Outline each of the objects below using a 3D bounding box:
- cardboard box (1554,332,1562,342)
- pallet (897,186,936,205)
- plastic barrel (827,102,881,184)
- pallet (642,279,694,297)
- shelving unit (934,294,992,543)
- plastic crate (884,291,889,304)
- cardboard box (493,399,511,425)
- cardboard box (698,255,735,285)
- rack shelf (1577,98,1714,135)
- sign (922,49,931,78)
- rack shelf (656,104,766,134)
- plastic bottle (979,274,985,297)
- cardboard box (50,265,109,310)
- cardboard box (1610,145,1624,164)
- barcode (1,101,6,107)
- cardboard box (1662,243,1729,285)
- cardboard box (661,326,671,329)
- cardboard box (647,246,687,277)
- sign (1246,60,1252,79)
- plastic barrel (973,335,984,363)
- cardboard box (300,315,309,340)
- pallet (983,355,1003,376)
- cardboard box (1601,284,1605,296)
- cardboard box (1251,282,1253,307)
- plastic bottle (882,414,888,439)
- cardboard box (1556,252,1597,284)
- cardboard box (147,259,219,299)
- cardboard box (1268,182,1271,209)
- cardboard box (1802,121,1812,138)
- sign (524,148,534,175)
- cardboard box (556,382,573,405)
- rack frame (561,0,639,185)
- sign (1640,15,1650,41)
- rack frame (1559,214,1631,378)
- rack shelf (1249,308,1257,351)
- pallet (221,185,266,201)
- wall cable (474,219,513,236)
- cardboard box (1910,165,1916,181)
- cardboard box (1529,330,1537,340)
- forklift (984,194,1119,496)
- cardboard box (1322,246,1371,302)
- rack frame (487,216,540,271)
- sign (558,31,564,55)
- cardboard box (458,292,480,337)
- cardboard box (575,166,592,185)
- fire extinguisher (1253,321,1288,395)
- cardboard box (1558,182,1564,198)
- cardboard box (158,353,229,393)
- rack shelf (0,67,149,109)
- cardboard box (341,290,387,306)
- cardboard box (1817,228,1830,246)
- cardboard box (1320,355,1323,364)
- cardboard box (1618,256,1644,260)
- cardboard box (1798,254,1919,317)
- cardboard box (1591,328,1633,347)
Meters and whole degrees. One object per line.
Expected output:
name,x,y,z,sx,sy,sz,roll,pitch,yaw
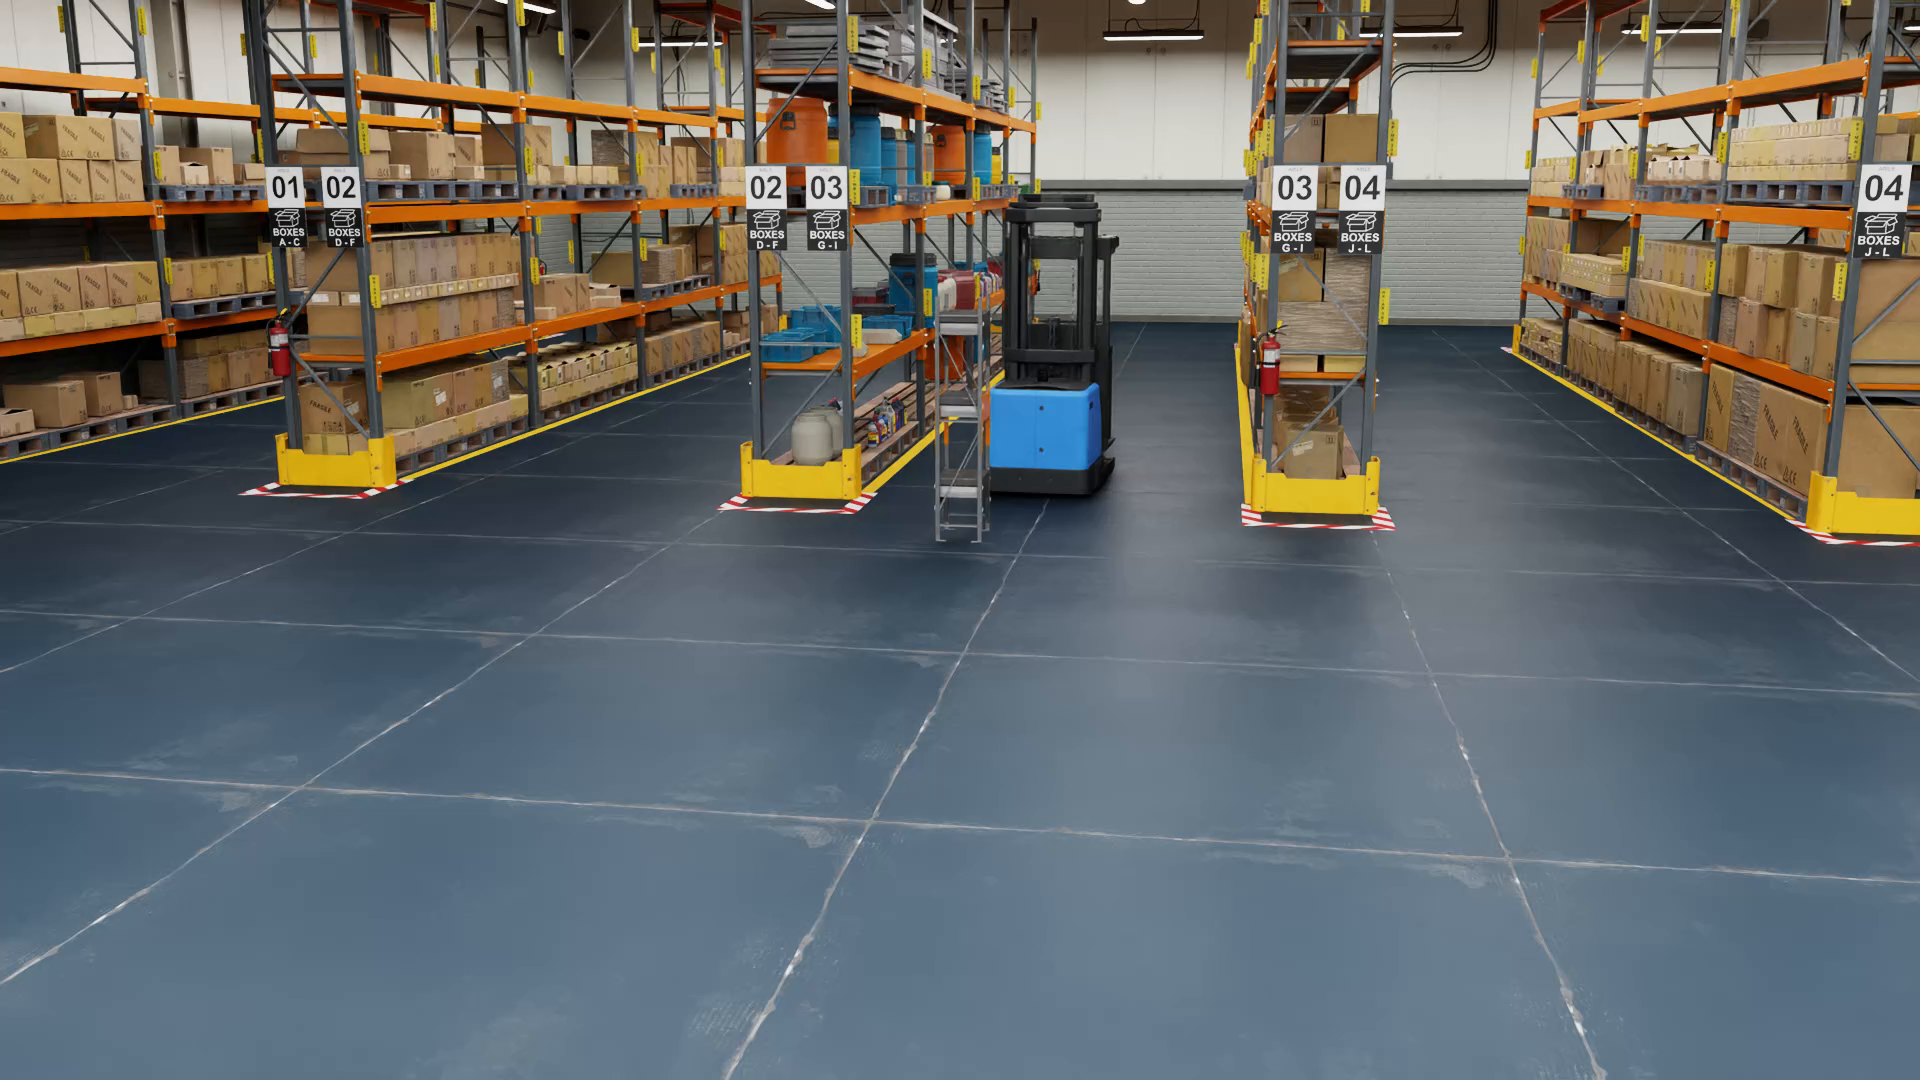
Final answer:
cardboard box,9.879,-3.295,27.019,0.380,0.149,0.250,2,12,9
pallet,-0.943,-3.953,19.043,1.213,0.211,1.003,2,12,9
plastic barrel,-1.187,-4.445,18.692,0.600,0.901,0.708,2,12,9
pallet,-4.912,-4.037,26.562,1.003,0.211,1.213,2,12,9
shelving unit,0.025,-1.061,14.432,0.431,2.100,0.503,2,12,9
plastic crate,-1.066,-2.964,21.164,0.392,0.384,0.575,2,12,9
cardboard box,-5.764,-1.547,20.082,0.500,0.250,0.500,2,12,9
cardboard box,-4.244,-4.705,28.967,0.500,0.500,0.500,2,12,10
rack shelf,9.774,-6.024,23.744,1.077,0.370,4.000,2,12,9
sign,-0.386,-5.542,19.347,0.100,0.325,0.005,2,12,9
rack shelf,-4.284,-7.554,29.902,1.077,0.370,4.000,2,12,9
plastic bottle,0.315,-3.942,25.782,0.144,0.351,0.185,2,12,9
cardboard box,-10.644,-3.039,20.004,0.500,0.500,0.500,2,12,7
cardboard box,9.449,-5.473,23.594,0.396,0.266,0.258,2,12,9
barcode,-11.356,-5.173,19.746,0.001,0.075,0.075,2,12,9
cardboard box,9.234,-3.455,20.793,0.700,0.500,0.500,2,12,8
cardboard box,-5.062,-3.244,27.314,0.500,0.500,0.500,2,12,9
cardboard box,-4.929,-4.576,27.374,0.700,0.500,0.500,4,13,18
sign,5.264,-8.556,30.239,0.100,0.325,0.005,2,12,9
plastic barrel,0.093,-3.317,26.748,0.600,0.901,0.708,2,12,9
cardboard box,-9.860,-3.189,26.276,0.750,0.750,0.750,2,12,8
pallet,0.142,-2.875,27.332,1.003,0.211,1.213,2,12,9
cardboard box,9.128,-3.474,23.093,0.380,0.149,0.250,2,12,8
cardboard box,4.412,-3.564,23.673,0.500,0.500,0.500,2,12,10
plastic bottle,-0.857,-1.282,18.756,0.097,0.271,0.097,0,12,0
cardboard box,9.877,-4.359,26.658,0.500,0.500,0.500,2,12,9
cardboard box,-10.512,-3.538,22.508,0.700,0.500,0.500,3,13,14
cardboard box,3.248,-3.344,16.128,0.500,0.250,0.500,2,12,9
cardboard box,8.110,-3.837,15.527,0.380,0.149,0.250,2,12,9
sign,-5.273,-4.633,20.338,0.100,0.325,0.005,2,12,9
cardboard box,-5.435,-1.937,21.890,0.500,0.250,0.500,2,12,10
rack frame,-5.207,-6.659,24.030,1.000,3.000,0.127,2,12,9
sign,8.929,-6.666,21.659,0.100,0.325,0.005,2,12,9
rack frame,10.082,-4.055,26.190,1.000,3.000,0.127,2,12,9
rack shelf,4.273,-2.636,21.313,1.077,0.370,4.000,2,12,9
pallet,-10.361,-4.769,22.826,1.213,0.211,1.003,2,12,9
wall cable,-9.610,-6.345,34.403,0.084,1.984,1.851,2,12,9
cardboard box,8.644,-3.269,14.784,0.380,0.149,0.250,2,12,9
cardboard box,10.168,-3.585,29.073,0.380,0.149,0.250,2,12,10
forklift,1.056,-2.135,17.441,1.130,2.935,3.031,3,12,12
cardboard box,3.704,-2.528,15.785,0.500,0.500,0.500,2,12,9
rack frame,-8.872,-5.551,33.131,1.000,3.000,0.127,2,12,9
sign,-5.745,-7.169,23.996,0.100,0.325,0.005,2,12,9
cardboard box,-6.040,-2.635,19.364,0.700,0.500,0.500,2,12,9
cardboard box,-5.383,-5.000,22.811,0.500,0.250,0.500,2,12,8
fire extinguisher,2.878,-1.692,15.409,0.296,0.674,0.183,2,12,9
cardboard box,9.978,-5.663,26.885,0.500,0.250,0.500,2,12,8
cardboard box,-10.591,-2.309,22.977,0.700,0.500,0.500,2,12,8
rack shelf,-11.025,-5.216,19.052,1.077,0.370,4.000,2,12,9
cardboard box,-6.164,-2.501,17.203,0.380,0.149,0.250,2,12,8
cardboard box,15.248,-5.195,28.870,0.500,0.500,0.500,2,12,7
cardboard box,3.759,-1.823,16.430,0.380,0.149,0.250,2,12,9
cardboard box,10.090,-4.174,24.930,0.380,0.149,0.250,2,12,8
cardboard box,8.325,-2.352,15.367,0.875,0.550,0.550,2,12,9
cardboard box,9.473,-2.934,24.144,0.500,0.250,0.500,2,12,10
